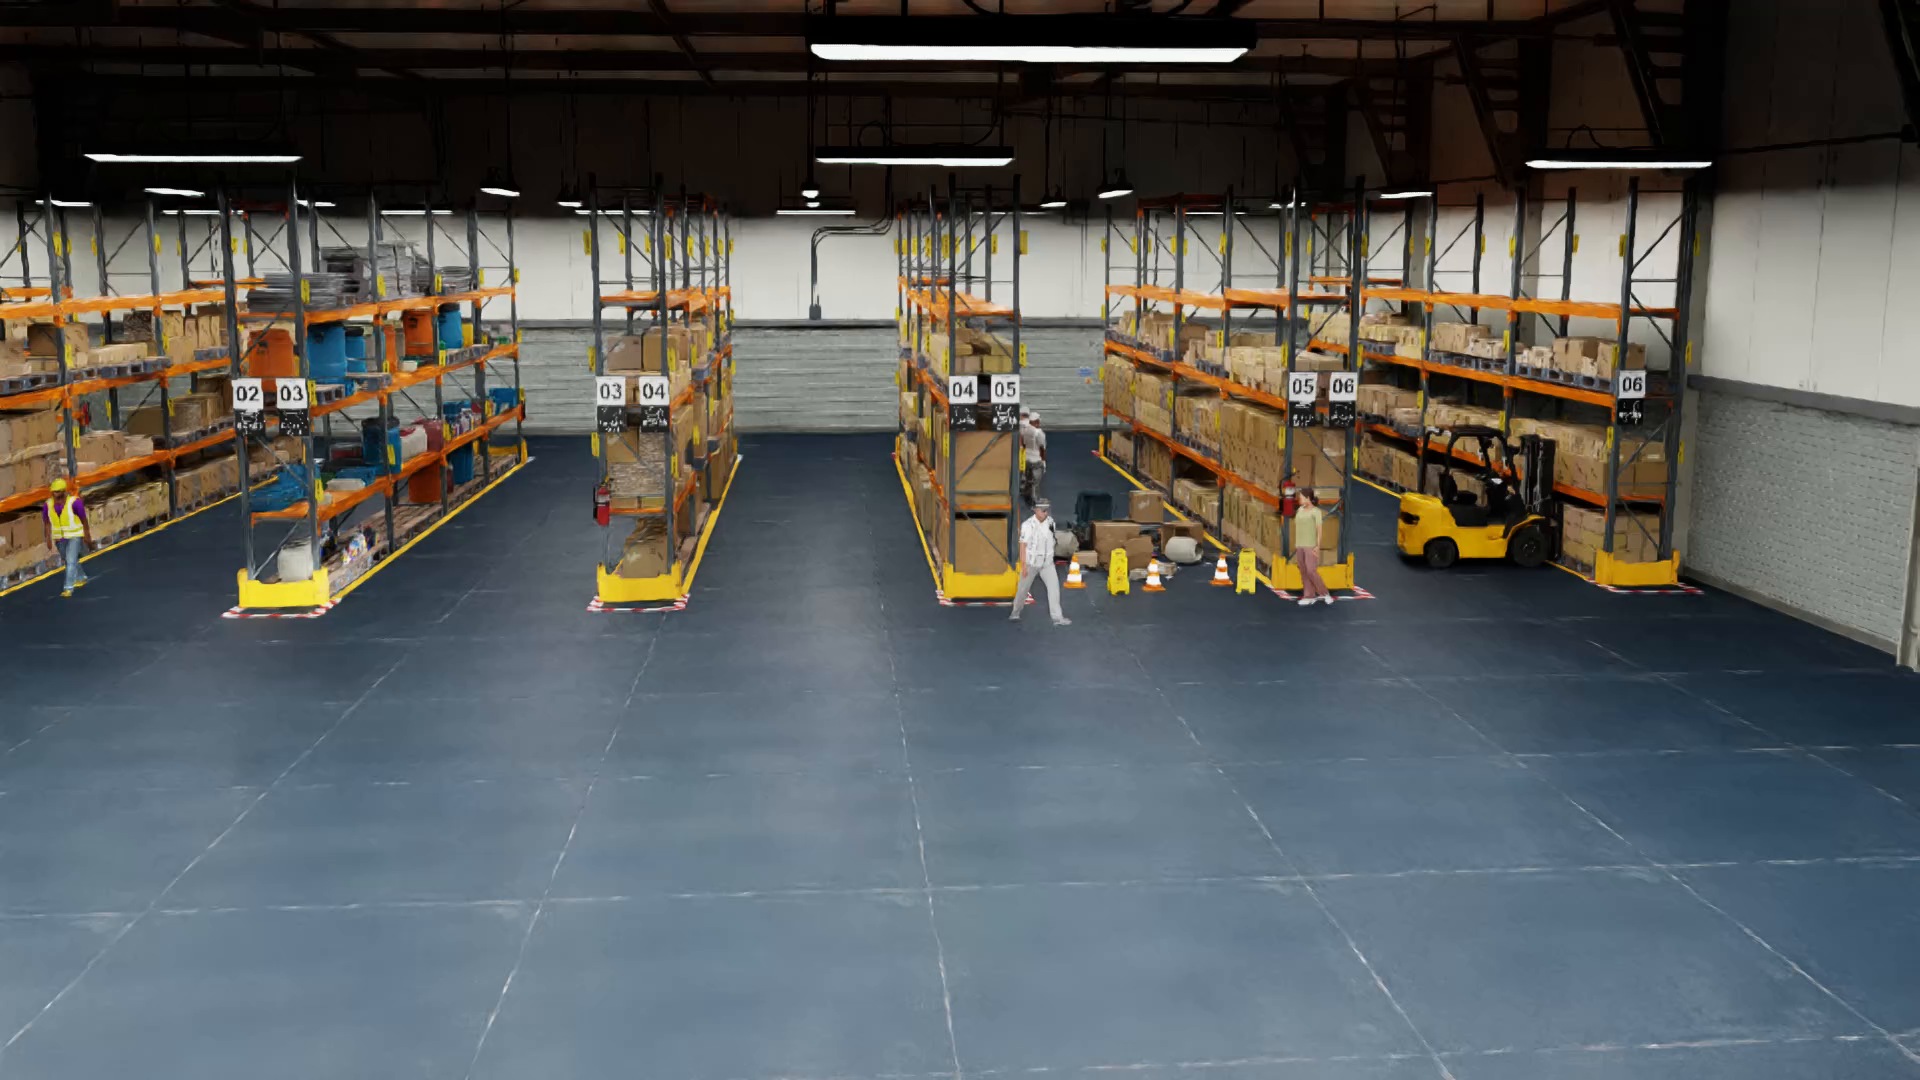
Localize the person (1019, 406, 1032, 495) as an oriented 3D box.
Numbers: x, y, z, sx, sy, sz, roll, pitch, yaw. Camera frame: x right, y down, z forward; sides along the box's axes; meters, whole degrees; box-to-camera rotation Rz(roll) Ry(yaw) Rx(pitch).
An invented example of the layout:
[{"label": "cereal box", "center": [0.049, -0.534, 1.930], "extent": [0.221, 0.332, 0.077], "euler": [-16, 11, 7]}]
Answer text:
[{"label": "person", "center": [1.286, -1.844, 33.913], "extent": [0.577, 1.785, 0.651], "euler": [5, 11, 26]}]

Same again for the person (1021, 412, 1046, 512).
[{"label": "person", "center": [1.367, -1.417, 29.922], "extent": [0.457, 1.779, 0.620], "euler": [-7, 12, -33]}]

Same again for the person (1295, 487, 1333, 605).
[{"label": "person", "center": [4.958, 0.094, 23.320], "extent": [0.444, 1.663, 0.619], "euler": [-7, 12, -35]}]

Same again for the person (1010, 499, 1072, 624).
[{"label": "person", "center": [1.053, 0.273, 22.252], "extent": [0.586, 1.710, 0.974], "euler": [-5, 11, -27]}]

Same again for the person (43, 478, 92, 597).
[{"label": "person", "center": [-12.985, -0.059, 24.112], "extent": [0.577, 1.691, 1.121], "euler": [0, 10, -2]}]
